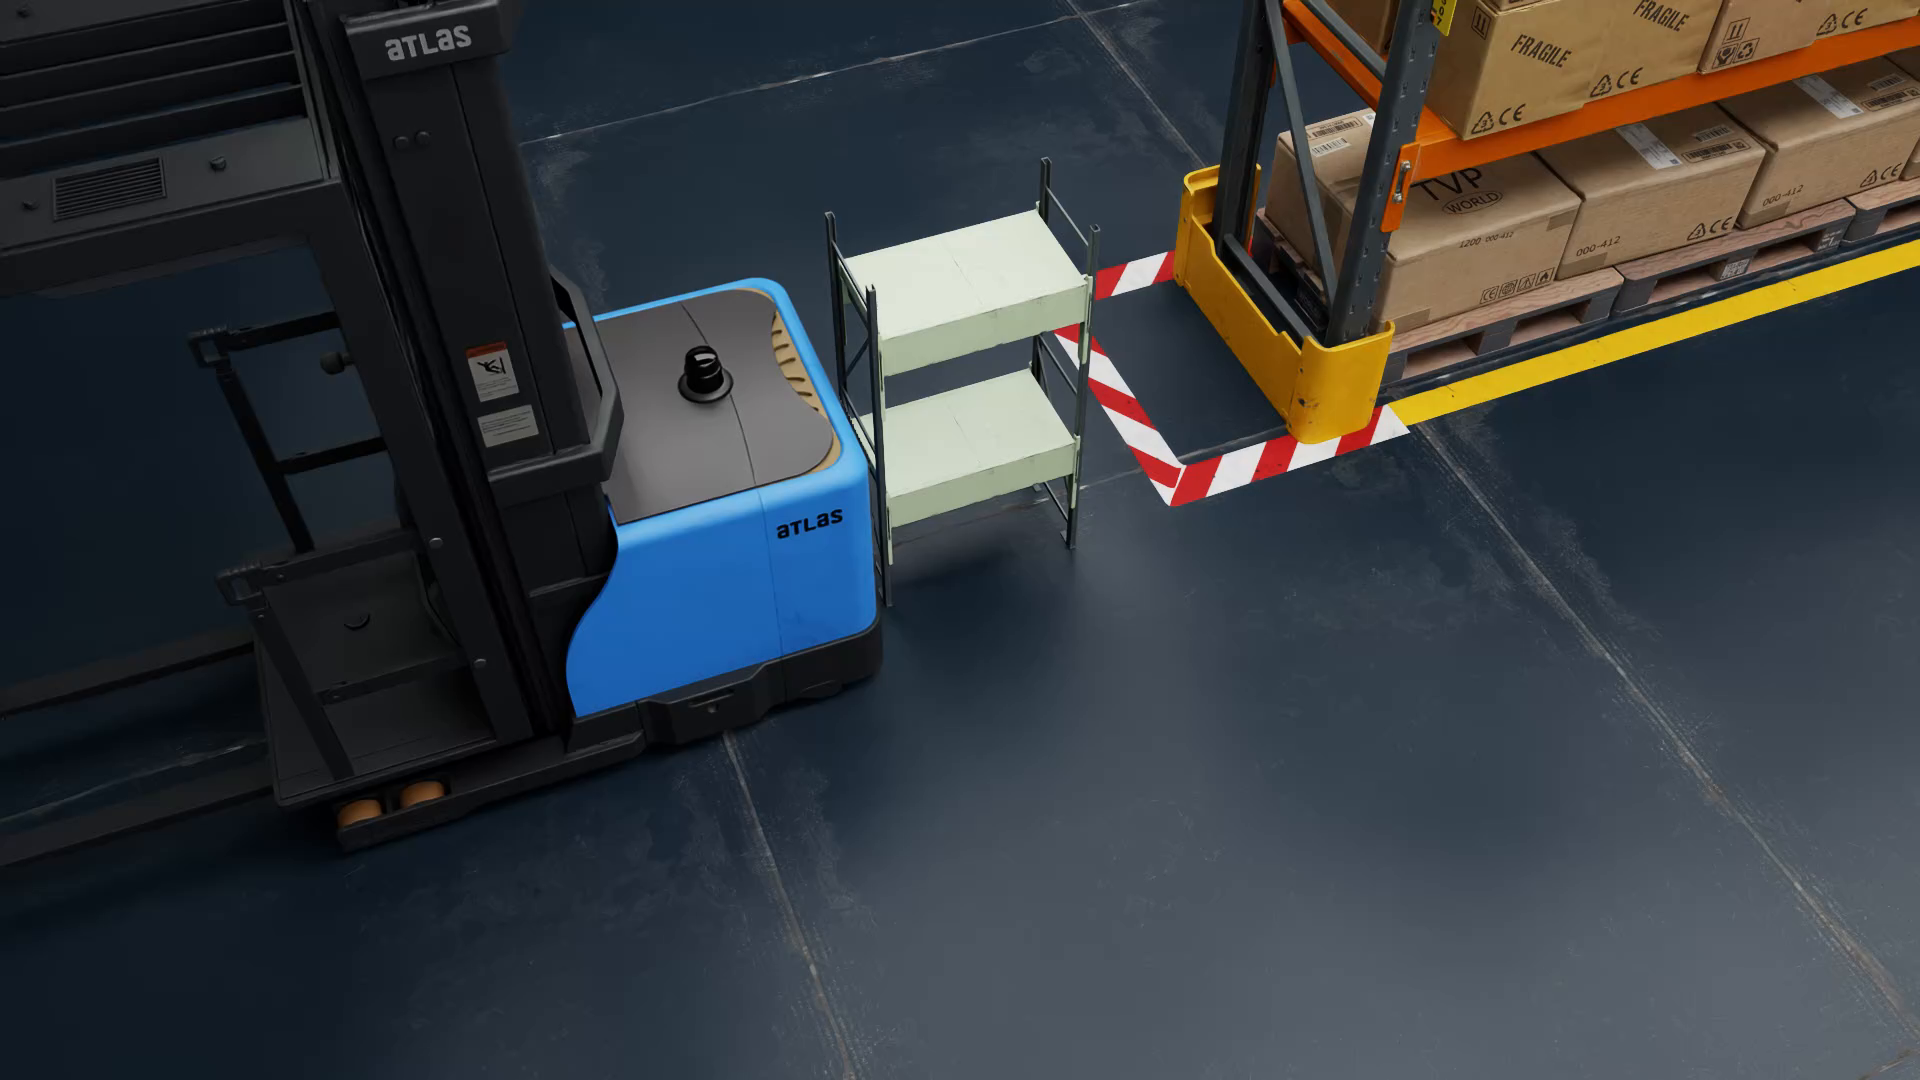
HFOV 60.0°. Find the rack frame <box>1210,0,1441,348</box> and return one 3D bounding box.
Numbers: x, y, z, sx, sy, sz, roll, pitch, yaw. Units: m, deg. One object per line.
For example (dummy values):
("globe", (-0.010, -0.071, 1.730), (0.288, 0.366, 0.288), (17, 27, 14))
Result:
("rack frame", (1.307, -1.806, 5.823), (0.127, 3.000, 1.000), (-17, 52, -14))

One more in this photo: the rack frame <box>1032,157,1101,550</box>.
("rack frame", (0.345, -0.596, 5.773), (0.023, 1.500, 0.400), (-17, 52, -14))

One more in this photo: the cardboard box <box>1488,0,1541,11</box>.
("cardboard box", (1.859, -2.102, 5.353), (0.500, 0.500, 0.500), (-18, 52, -15))

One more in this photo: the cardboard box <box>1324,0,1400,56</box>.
("cardboard box", (1.653, -2.162, 6.064), (0.500, 0.500, 0.500), (-17, 51, -14))

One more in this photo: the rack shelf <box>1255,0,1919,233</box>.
("rack shelf", (3.158, -2.145, 6.589), (4.000, 0.370, 1.077), (-17, 52, -14))

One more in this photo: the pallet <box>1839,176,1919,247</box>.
("pallet", (4.276, -1.881, 7.727), (1.213, 0.211, 1.003), (-17, 52, -14))

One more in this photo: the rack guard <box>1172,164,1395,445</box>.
("rack guard", (1.285, -0.984, 6.766), (0.348, 0.500, 1.175), (-17, 52, -14))

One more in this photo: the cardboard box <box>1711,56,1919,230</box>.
("cardboard box", (3.559, -1.893, 7.311), (0.875, 0.438, 0.875), (-19, 52, -15))

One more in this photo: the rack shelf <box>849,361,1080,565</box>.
("rack shelf", (0.006, -0.278, 5.930), (0.720, 0.370, 0.431), (-17, 52, -14))

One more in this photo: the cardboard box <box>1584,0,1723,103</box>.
("cardboard box", (2.317, -1.939, 5.872), (0.500, 0.500, 0.500), (-18, 52, -15))

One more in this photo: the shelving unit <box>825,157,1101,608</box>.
("shelving unit", (0.006, -0.491, 5.683), (0.755, 1.500, 0.431), (-17, 52, -14))

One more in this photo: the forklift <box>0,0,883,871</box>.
("forklift", (-1.839, -0.418, 4.677), (3.031, 2.935, 1.130), (-16, 51, -14))

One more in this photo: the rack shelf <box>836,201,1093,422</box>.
("rack shelf", (0.006, -0.745, 5.387), (0.720, 0.370, 0.431), (-17, 52, -14))

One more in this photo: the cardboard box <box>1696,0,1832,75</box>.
("cardboard box", (2.795, -2.072, 5.986), (0.500, 0.500, 0.500), (-17, 52, -14))

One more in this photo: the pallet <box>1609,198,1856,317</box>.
("pallet", (3.145, -1.529, 7.424), (1.213, 0.211, 1.003), (-17, 52, -14))

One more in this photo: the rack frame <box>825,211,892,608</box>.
("rack frame", (-0.333, -0.386, 5.593), (0.023, 1.500, 0.400), (-17, 52, -14))

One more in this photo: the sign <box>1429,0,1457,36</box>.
("sign", (1.511, -1.722, 5.129), (0.005, 0.325, 0.100), (-17, 52, -14))

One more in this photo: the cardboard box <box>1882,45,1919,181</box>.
("cardboard box", (4.388, -2.150, 7.532), (0.875, 0.438, 0.875), (-18, 52, -15))

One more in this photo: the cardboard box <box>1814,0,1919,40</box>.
("cardboard box", (3.253, -2.228, 6.120), (0.500, 0.500, 0.500), (-16, 51, -13))

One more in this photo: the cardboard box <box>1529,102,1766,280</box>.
("cardboard box", (2.724, -1.636, 7.090), (0.875, 0.438, 0.875), (-16, 51, -13))

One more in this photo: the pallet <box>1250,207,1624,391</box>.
("pallet", (2.017, -1.181, 7.126), (1.213, 0.211, 1.003), (-17, 52, -14))

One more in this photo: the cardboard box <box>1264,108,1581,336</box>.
("cardboard box", (1.880, -1.367, 6.859), (0.875, 0.438, 0.875), (-19, 52, -15))

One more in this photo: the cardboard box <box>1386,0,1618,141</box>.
("cardboard box", (1.860, -1.774, 5.731), (0.500, 0.500, 0.500), (-18, 52, -15))
